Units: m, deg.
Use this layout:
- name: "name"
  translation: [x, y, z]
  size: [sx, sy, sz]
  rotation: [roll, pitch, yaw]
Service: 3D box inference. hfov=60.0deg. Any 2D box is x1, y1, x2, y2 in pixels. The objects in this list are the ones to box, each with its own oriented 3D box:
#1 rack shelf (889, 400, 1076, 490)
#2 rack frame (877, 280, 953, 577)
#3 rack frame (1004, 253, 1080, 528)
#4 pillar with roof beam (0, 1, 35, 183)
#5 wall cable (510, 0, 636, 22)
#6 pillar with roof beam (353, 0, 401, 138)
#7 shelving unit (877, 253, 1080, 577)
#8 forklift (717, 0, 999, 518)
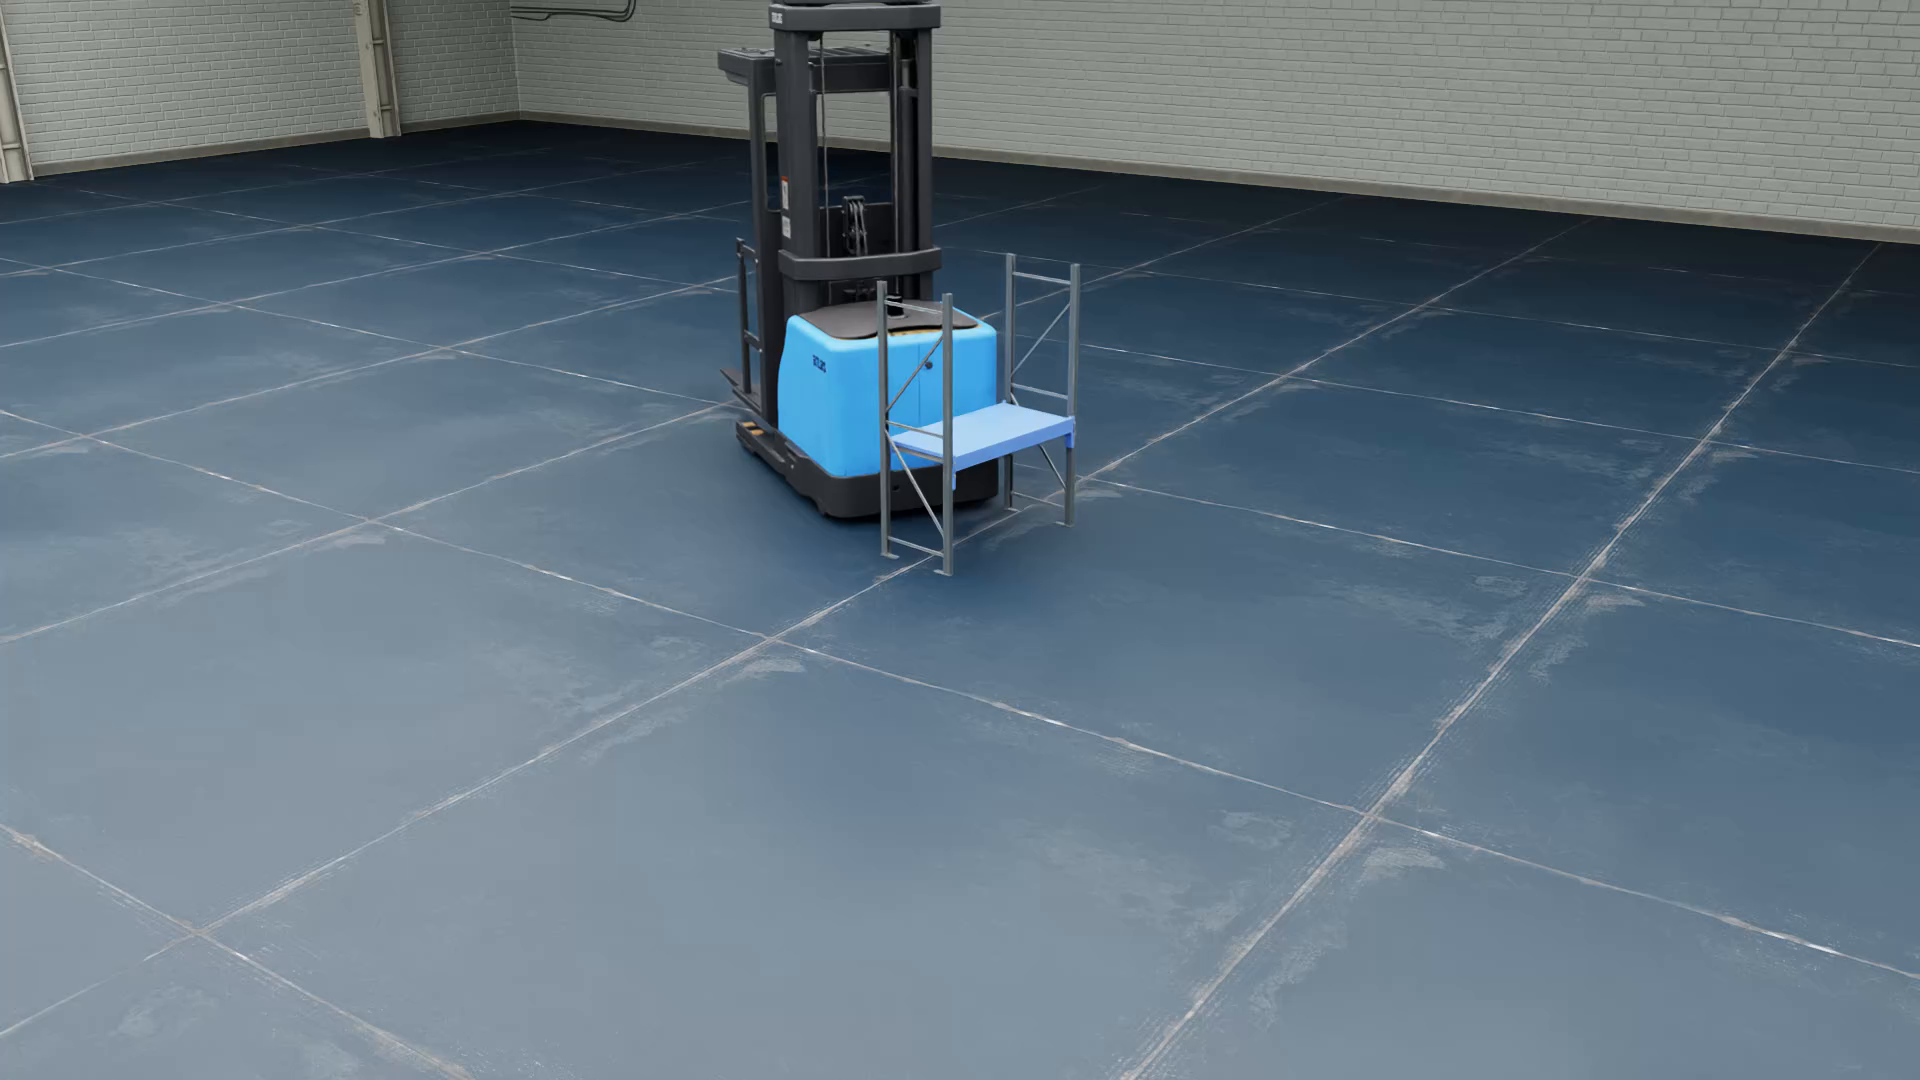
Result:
- name: "rack shelf"
  translation: [0.110, -0.531, 9.058]
  size: [0.538, 0.185, 1.000]
  rotation: [17, 27, 39]
- name: "rack frame"
  translation: [-0.231, -0.569, 8.643]
  size: [0.500, 1.500, 0.032]
  rotation: [17, 27, 39]
- name: "rack frame"
  translation: [0.452, -0.831, 9.349]
  size: [0.500, 1.500, 0.032]
  rotation: [17, 27, 39]
- name: "pillar with roof beam"
  translation: [-9.124, -8.200, 18.463]
  size: [9.100, 9.000, 0.400]
  rotation: [13, 24, 32]
- name: "wall cable"
  translation: [-6.562, -9.892, 27.513]
  size: [3.097, 2.526, 0.112]
  rotation: [13, 24, 32]
- name: "pillar with roof beam"
  translation: [-5.751, -9.922, 23.117]
  size: [9.100, 9.000, 0.400]
  rotation: [13, 24, 32]
- name: "shelving unit"
  translation: [0.110, -0.700, 8.996]
  size: [0.538, 1.500, 1.048]
  rotation: [17, 27, 39]
- name: "forklift"
  translation: [-0.822, -1.975, 10.378]
  size: [1.130, 2.935, 3.031]
  rotation: [-8, 22, -22]
